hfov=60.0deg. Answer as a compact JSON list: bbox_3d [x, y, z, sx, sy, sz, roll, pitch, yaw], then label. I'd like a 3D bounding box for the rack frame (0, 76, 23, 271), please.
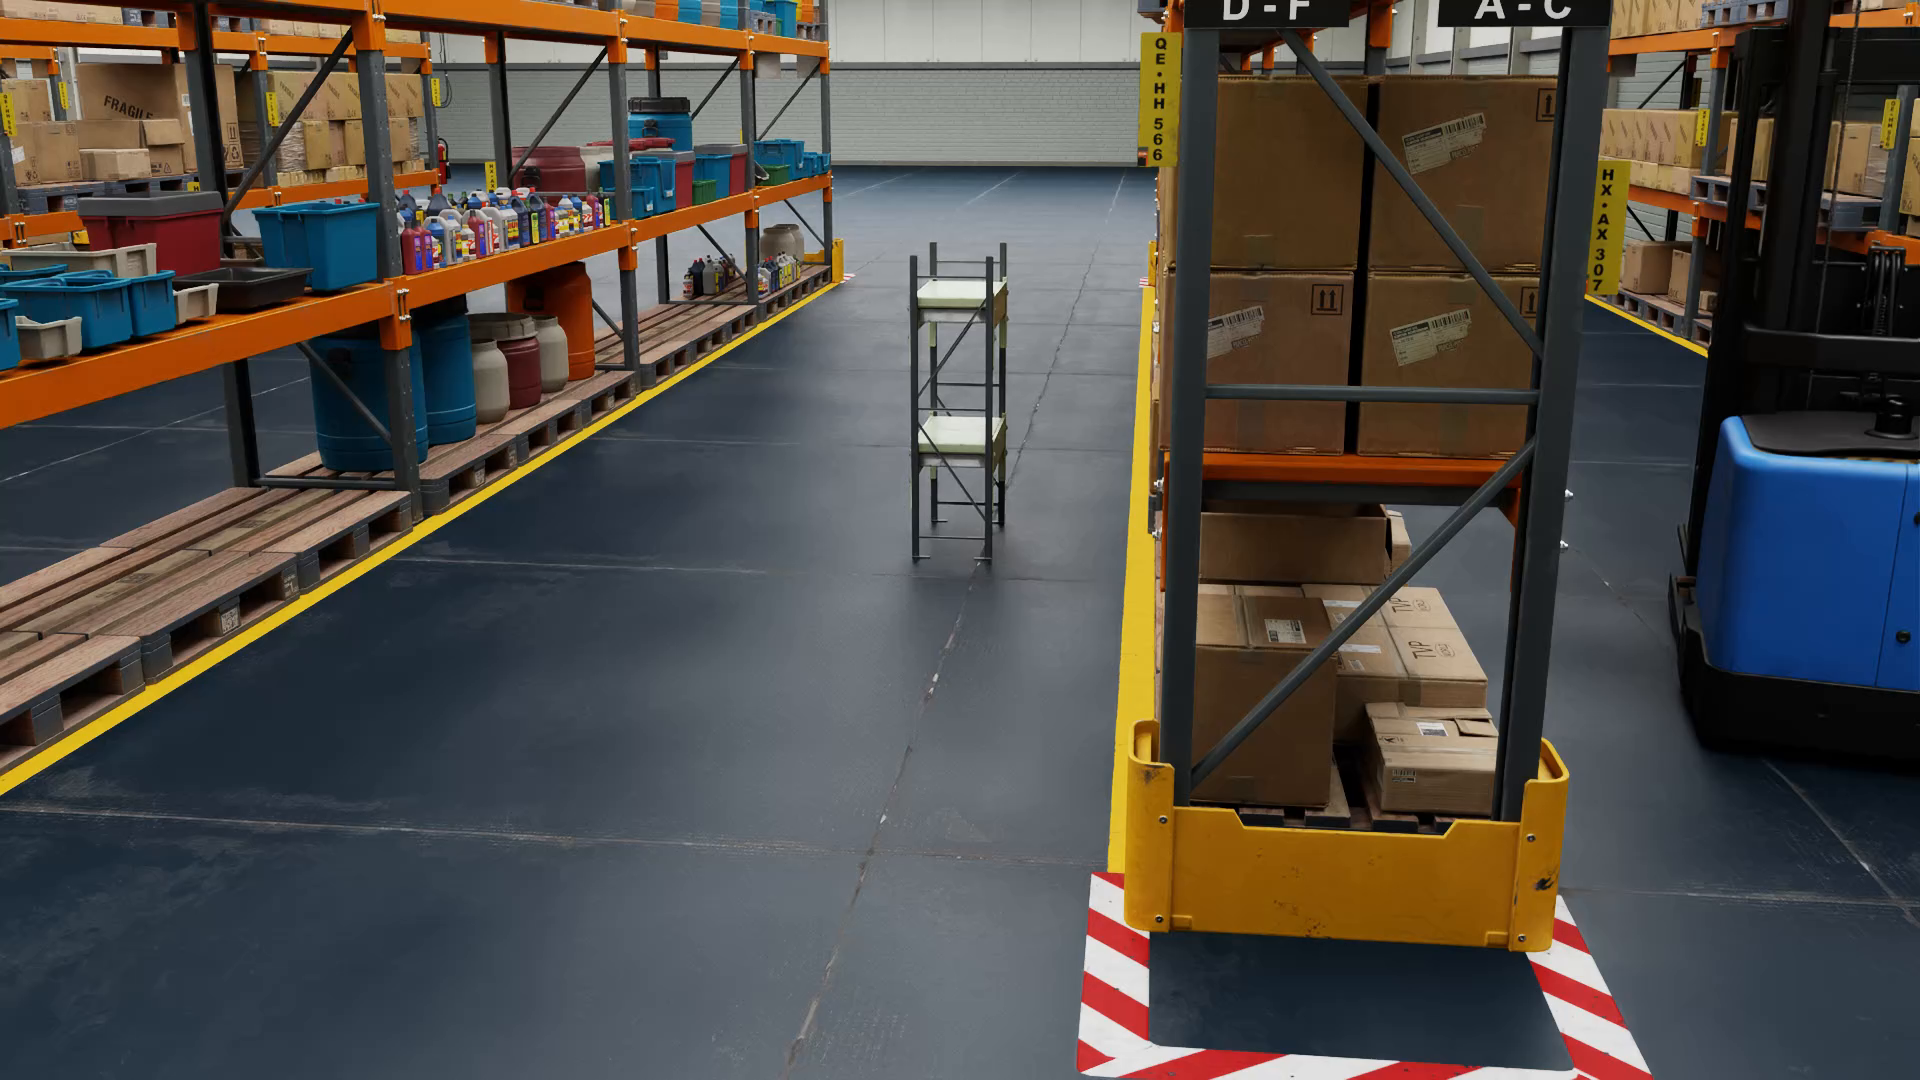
[{"bbox_3d":[-7.891,-2.735,13.031,1.000,3.000,0.127,2,15,6],"label":"rack frame"}]

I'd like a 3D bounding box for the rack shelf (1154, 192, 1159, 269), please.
[{"bbox_3d":[2.177,-2.614,13.960,1.077,0.370,4.000,2,15,6],"label":"rack shelf"}]

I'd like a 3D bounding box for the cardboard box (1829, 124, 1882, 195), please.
[{"bbox_3d":[6.953,-2.826,12.333,0.700,0.500,0.500,0,15,1],"label":"cardboard box"}]

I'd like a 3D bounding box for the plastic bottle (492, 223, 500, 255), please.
[{"bbox_3d":[-2.846,-1.834,10.079,0.097,0.201,0.097,0,15,0],"label":"plastic bottle"}]

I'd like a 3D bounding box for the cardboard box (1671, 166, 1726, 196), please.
[{"bbox_3d":[7.077,-3.404,15.753,0.500,0.250,0.500,2,15,6],"label":"cardboard box"}]

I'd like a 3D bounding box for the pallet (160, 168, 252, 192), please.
[{"bbox_3d":[-7.671,-3.486,16.175,1.003,0.211,1.213,2,15,6],"label":"pallet"}]

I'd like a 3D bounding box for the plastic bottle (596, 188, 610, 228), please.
[{"bbox_3d":[-2.592,-2.415,12.072,0.061,0.283,0.133,2,15,6],"label":"plastic bottle"}]

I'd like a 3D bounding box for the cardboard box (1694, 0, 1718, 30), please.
[{"bbox_3d":[7.137,-4.980,15.355,0.500,0.500,0.500,2,15,8],"label":"cardboard box"}]

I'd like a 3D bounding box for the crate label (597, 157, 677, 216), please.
[{"bbox_3d":[-2.589,-2.856,13.410,0.502,0.435,0.616,2,15,6],"label":"crate label"}]

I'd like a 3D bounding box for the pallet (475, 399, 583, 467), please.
[{"bbox_3d":[-3.158,-0.722,10.928,1.003,0.211,1.213,2,15,6],"label":"pallet"}]

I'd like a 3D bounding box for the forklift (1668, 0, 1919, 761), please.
[{"bbox_3d":[3.620,-0.984,6.684,1.130,2.935,3.031,6,16,20],"label":"forklift"}]

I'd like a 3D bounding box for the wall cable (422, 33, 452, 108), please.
[{"bbox_3d":[-17.710,-14.996,52.830,3.097,2.526,0.112,2,15,6],"label":"wall cable"}]

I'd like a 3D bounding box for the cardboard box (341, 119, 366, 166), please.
[{"bbox_3d":[-7.183,-4.469,18.682,0.875,0.500,0.500,2,15,6],"label":"cardboard box"}]

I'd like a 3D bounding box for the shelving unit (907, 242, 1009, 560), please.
[{"bbox_3d":[0.001,-0.726,8.473,0.431,1.500,0.755,2,15,6],"label":"shelving unit"}]

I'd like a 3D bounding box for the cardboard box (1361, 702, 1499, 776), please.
[{"bbox_3d":[1.465,0.624,5.191,0.380,0.166,0.250,2,15,6],"label":"cardboard box"}]

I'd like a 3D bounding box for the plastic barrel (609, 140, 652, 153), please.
[{"bbox_3d":[-2.927,-3.260,14.713,0.433,0.535,0.433,0,15,0],"label":"plastic barrel"}]

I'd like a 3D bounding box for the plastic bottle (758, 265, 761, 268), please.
[{"bbox_3d":[-2.119,-2.760,17.508,0.097,0.271,0.097,0,15,0],"label":"plastic bottle"}]

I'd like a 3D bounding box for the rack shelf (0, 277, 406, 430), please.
[{"bbox_3d":[-3.647,-0.686,6.830,1.077,0.370,4.000,2,15,6],"label":"rack shelf"}]

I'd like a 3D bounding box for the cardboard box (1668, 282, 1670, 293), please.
[{"bbox_3d":[7.525,-2.585,17.095,0.380,0.149,0.250,0,15,2],"label":"cardboard box"}]

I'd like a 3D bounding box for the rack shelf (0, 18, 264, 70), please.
[{"bbox_3d":[-7.666,-4.355,14.651,1.077,0.370,4.000,2,15,6],"label":"rack shelf"}]

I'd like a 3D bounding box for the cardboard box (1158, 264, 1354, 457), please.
[{"bbox_3d":[0.829,-0.540,4.721,0.500,0.500,0.500,2,15,8],"label":"cardboard box"}]

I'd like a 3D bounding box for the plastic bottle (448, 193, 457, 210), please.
[{"bbox_3d":[-3.479,-2.217,11.338,0.061,0.283,0.133,2,15,6],"label":"plastic bottle"}]

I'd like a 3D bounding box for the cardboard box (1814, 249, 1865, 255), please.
[{"bbox_3d":[7.157,-2.262,13.790,0.500,0.250,0.500,1,15,5],"label":"cardboard box"}]

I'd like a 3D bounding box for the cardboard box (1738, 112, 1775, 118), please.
[{"bbox_3d":[7.586,-3.750,15.596,0.500,0.500,0.500,1,15,5],"label":"cardboard box"}]

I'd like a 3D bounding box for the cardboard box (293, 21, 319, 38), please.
[{"bbox_3d":[-7.080,-5.395,17.407,0.500,0.250,0.500,2,15,6],"label":"cardboard box"}]

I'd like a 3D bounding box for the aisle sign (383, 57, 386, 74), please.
[{"bbox_3d":[-7.280,-6.090,20.457,0.394,0.787,0.004,2,15,6],"label":"aisle sign"}]

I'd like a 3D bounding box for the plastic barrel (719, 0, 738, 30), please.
[{"bbox_3d":[-2.361,-5.178,15.360,0.600,0.901,0.708,2,15,6],"label":"plastic barrel"}]

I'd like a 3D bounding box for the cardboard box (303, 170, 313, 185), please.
[{"bbox_3d":[-7.075,-3.828,17.555,0.380,0.149,0.250,2,15,6],"label":"cardboard box"}]

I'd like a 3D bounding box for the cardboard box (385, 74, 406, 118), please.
[{"bbox_3d":[-6.856,-5.205,19.487,0.500,0.500,0.500,2,15,6],"label":"cardboard box"}]

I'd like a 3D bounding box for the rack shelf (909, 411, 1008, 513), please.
[{"bbox_3d":[0.001,-0.411,8.558,0.431,0.370,0.720,2,15,6],"label":"rack shelf"}]

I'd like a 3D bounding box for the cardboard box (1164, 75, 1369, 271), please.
[{"bbox_3d":[0.825,-1.022,4.588,0.500,0.500,0.500,2,15,6],"label":"cardboard box"}]

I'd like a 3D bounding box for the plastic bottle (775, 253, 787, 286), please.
[{"bbox_3d":[-1.946,-2.917,17.934,0.144,0.351,0.185,2,15,6],"label":"plastic bottle"}]

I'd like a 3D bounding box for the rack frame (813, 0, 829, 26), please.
[{"bbox_3d":[-2.067,-7.560,19.382,1.000,3.000,0.127,2,15,6],"label":"rack frame"}]

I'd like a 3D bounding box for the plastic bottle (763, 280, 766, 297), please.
[{"bbox_3d":[-2.036,-2.584,16.991,0.097,0.201,0.097,0,15,0],"label":"plastic bottle"}]

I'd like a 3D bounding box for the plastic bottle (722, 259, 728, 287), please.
[{"bbox_3d":[-2.546,-2.876,17.912,0.061,0.283,0.133,2,15,6],"label":"plastic bottle"}]

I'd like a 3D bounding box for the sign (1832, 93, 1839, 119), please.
[{"bbox_3d":[7.877,-3.878,15.041,0.100,0.325,0.005,2,15,6],"label":"sign"}]

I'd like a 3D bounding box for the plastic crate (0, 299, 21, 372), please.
[{"bbox_3d":[-3.444,-0.688,5.664,0.416,0.233,0.300,2,15,6],"label":"plastic crate"}]

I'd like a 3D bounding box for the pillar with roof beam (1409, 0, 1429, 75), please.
[{"bbox_3d":[6.987,-13.413,41.026,9.100,9.000,0.400,2,15,6],"label":"pillar with roof beam"}]

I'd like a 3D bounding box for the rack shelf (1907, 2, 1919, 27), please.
[{"bbox_3d":[6.648,-2.879,9.196,1.077,0.370,4.000,2,15,6],"label":"rack shelf"}]

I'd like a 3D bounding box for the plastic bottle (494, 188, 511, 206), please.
[{"bbox_3d":[-3.340,-2.427,12.128,0.152,0.276,0.135,2,15,6],"label":"plastic bottle"}]

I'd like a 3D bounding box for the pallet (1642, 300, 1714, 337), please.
[{"bbox_3d":[7.366,-2.164,16.261,1.003,0.211,1.213,2,15,6],"label":"pallet"}]

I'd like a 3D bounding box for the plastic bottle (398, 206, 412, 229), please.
[{"bbox_3d":[-3.433,-1.923,10.275,0.097,0.271,0.097,0,15,0],"label":"plastic bottle"}]

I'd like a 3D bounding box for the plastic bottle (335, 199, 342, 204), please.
[{"bbox_3d":[-3.622,-1.824,9.756,0.144,0.351,0.185,2,15,6],"label":"plastic bottle"}]

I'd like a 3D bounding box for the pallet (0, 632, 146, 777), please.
[{"bbox_3d":[-3.741,0.619,5.969,1.003,0.211,1.213,2,15,6],"label":"pallet"}]

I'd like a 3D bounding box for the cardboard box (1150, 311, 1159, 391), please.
[{"bbox_3d":[1.616,-1.339,11.812,0.500,0.500,0.500,2,15,9],"label":"cardboard box"}]

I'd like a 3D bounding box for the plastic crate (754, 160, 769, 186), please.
[{"bbox_3d":[-2.333,-3.729,16.824,0.767,0.338,0.504,2,15,6],"label":"plastic crate"}]

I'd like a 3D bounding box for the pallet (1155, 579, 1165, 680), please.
[{"bbox_3d":[1.286,0.437,6.643,1.003,0.211,1.213,2,15,6],"label":"pallet"}]

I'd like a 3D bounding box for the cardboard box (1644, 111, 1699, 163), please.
[{"bbox_3d":[7.189,-4.026,16.616,0.500,0.500,0.500,1,15,5],"label":"cardboard box"}]

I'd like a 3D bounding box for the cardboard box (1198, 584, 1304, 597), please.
[{"bbox_3d":[1.002,0.354,6.033,0.500,0.250,0.500,2,15,6],"label":"cardboard box"}]

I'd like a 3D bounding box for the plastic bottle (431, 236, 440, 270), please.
[{"bbox_3d":[-2.946,-1.604,9.226,0.097,0.201,0.097,0,15,0],"label":"plastic bottle"}]

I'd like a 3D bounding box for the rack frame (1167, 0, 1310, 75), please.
[{"bbox_3d":[1.951,-2.442,11.948,1.000,3.000,0.127,2,15,6],"label":"rack frame"}]

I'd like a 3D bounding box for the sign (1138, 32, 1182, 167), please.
[{"bbox_3d":[0.499,-1.101,4.162,0.100,0.325,0.005,2,15,6],"label":"sign"}]

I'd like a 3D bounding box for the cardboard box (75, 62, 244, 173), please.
[{"bbox_3d":[-7.669,-4.063,15.988,1.000,1.000,1.000,2,15,7],"label":"cardboard box"}]

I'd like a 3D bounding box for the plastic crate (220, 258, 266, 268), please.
[{"bbox_3d":[-3.616,-1.337,8.250,0.396,0.136,0.243,2,15,6],"label":"plastic crate"}]

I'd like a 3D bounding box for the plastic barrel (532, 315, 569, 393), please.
[{"bbox_3d":[-2.983,-1.315,11.739,0.421,0.512,0.421,0,15,0],"label":"plastic barrel"}]

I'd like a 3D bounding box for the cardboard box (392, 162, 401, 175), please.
[{"bbox_3d":[-6.865,-4.413,19.718,0.380,0.149,0.250,2,15,6],"label":"cardboard box"}]
